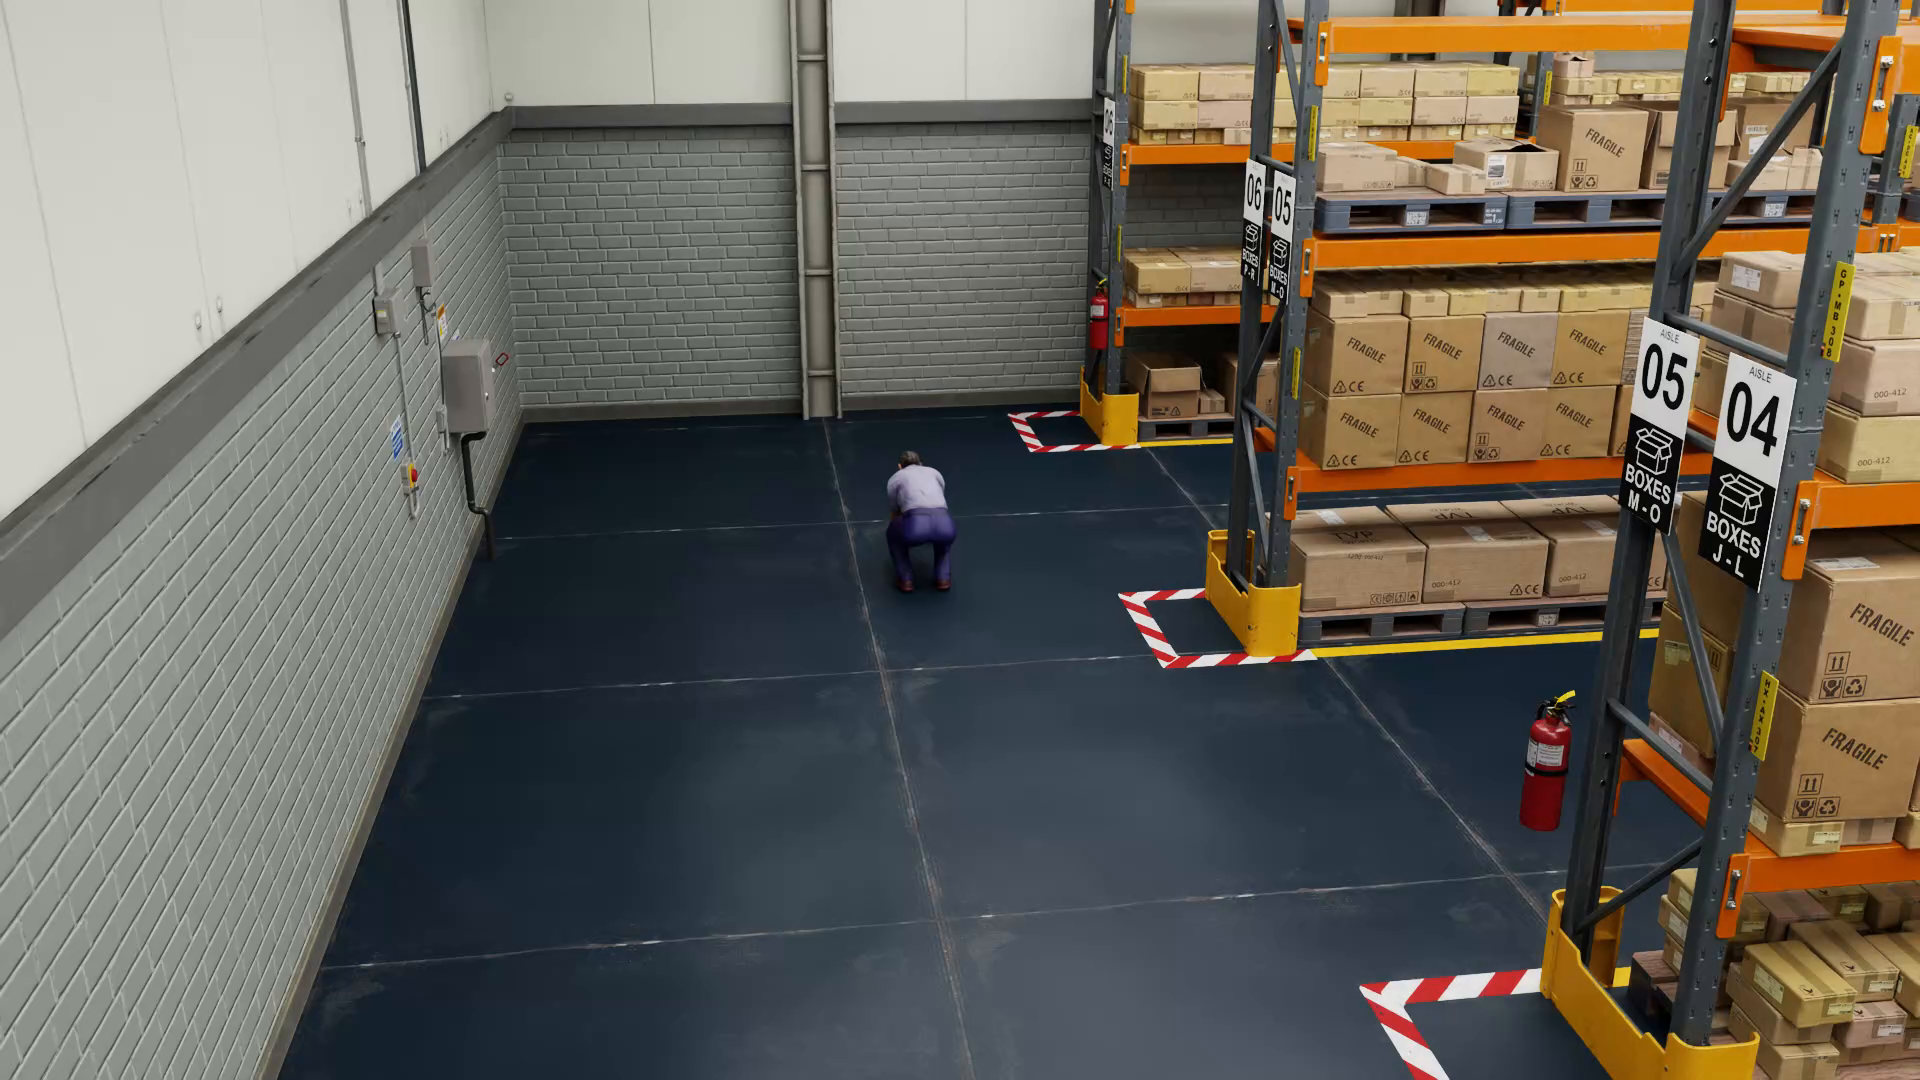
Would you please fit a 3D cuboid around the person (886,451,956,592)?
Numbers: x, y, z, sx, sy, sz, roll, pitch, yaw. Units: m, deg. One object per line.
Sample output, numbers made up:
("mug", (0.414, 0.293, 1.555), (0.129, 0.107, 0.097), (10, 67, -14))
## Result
("person", (-0.300, -0.102, 12.524), (0.511, 0.868, 0.860), (-3, 20, -9))
